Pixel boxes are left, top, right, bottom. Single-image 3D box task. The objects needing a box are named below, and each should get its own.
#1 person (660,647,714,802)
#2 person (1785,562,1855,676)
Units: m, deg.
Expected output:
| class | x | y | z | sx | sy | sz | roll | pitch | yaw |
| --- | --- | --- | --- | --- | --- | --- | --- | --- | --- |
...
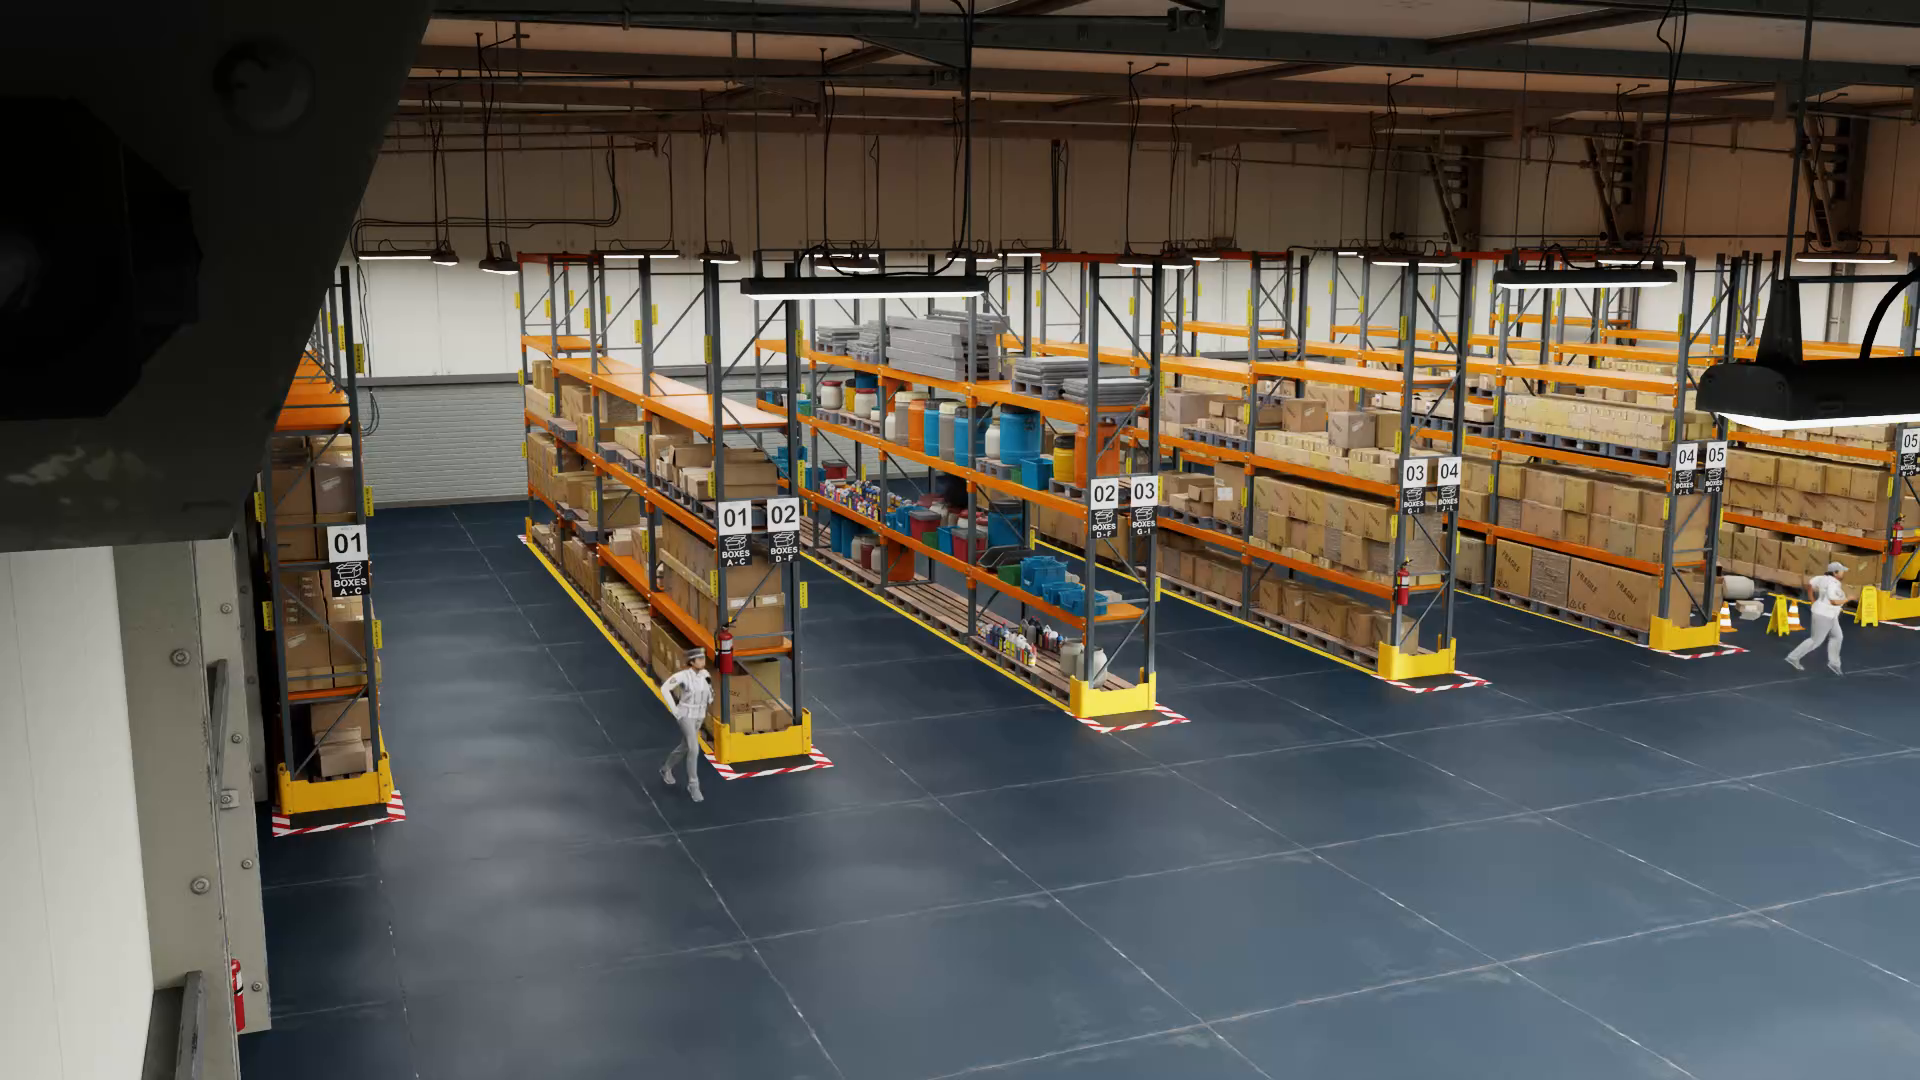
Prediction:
| class | x | y | z | sx | sy | sz | roll | pitch | yaw |
| --- | --- | --- | --- | --- | --- | --- | --- | --- | --- |
| person | -3.100 | 2.067 | 19.166 | 0.837 | 1.714 | 0.635 | 7 | 13 | 35 |
| person | 12.515 | 1.166 | 24.187 | 0.840 | 1.732 | 0.590 | 4 | 11 | 20 |
